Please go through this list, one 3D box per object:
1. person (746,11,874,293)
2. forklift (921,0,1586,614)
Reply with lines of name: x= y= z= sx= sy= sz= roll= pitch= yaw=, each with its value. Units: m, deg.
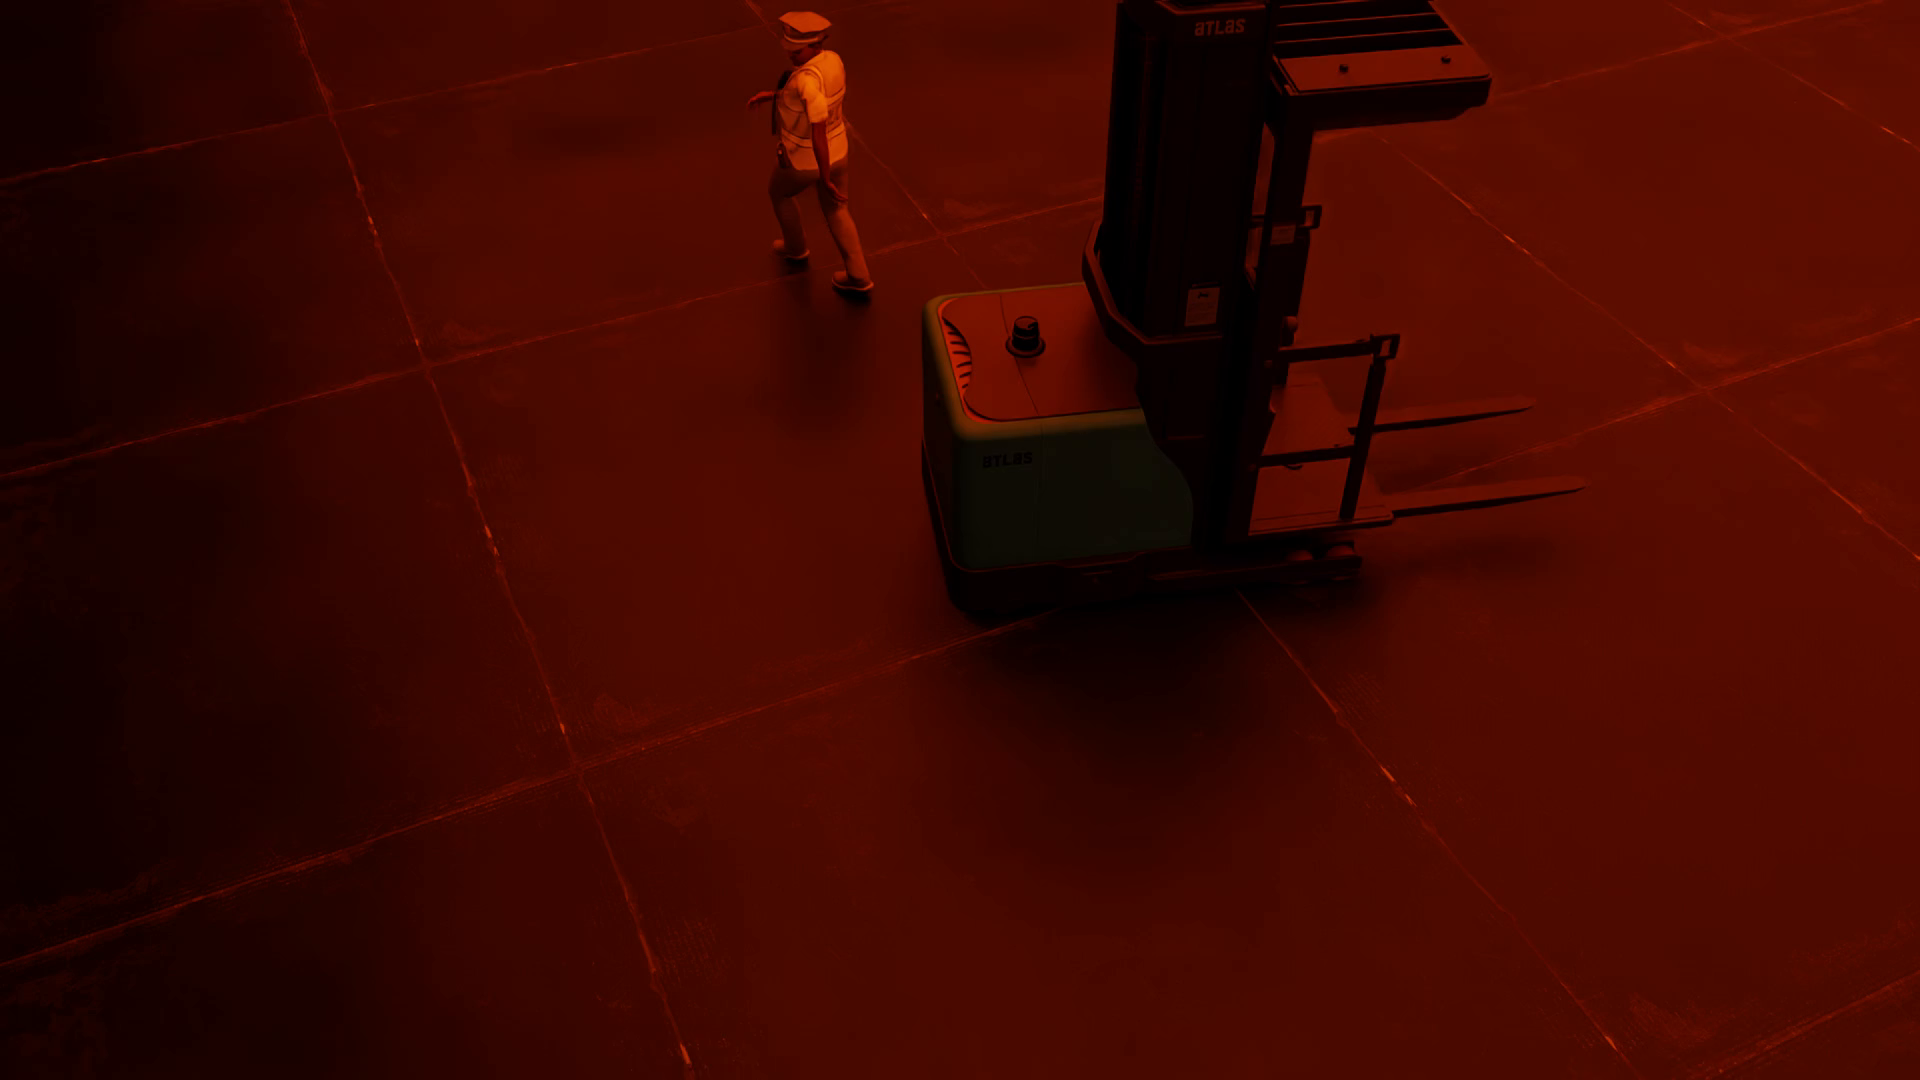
person: x=-0.791 y=-2.070 z=8.922 sx=0.470 sy=1.599 sz=0.890 roll=-34 pitch=53 yaw=-31
forklift: x=1.381 y=-1.216 z=6.983 sx=3.031 sy=2.935 sz=1.130 roll=-6 pitch=43 yaw=-7
